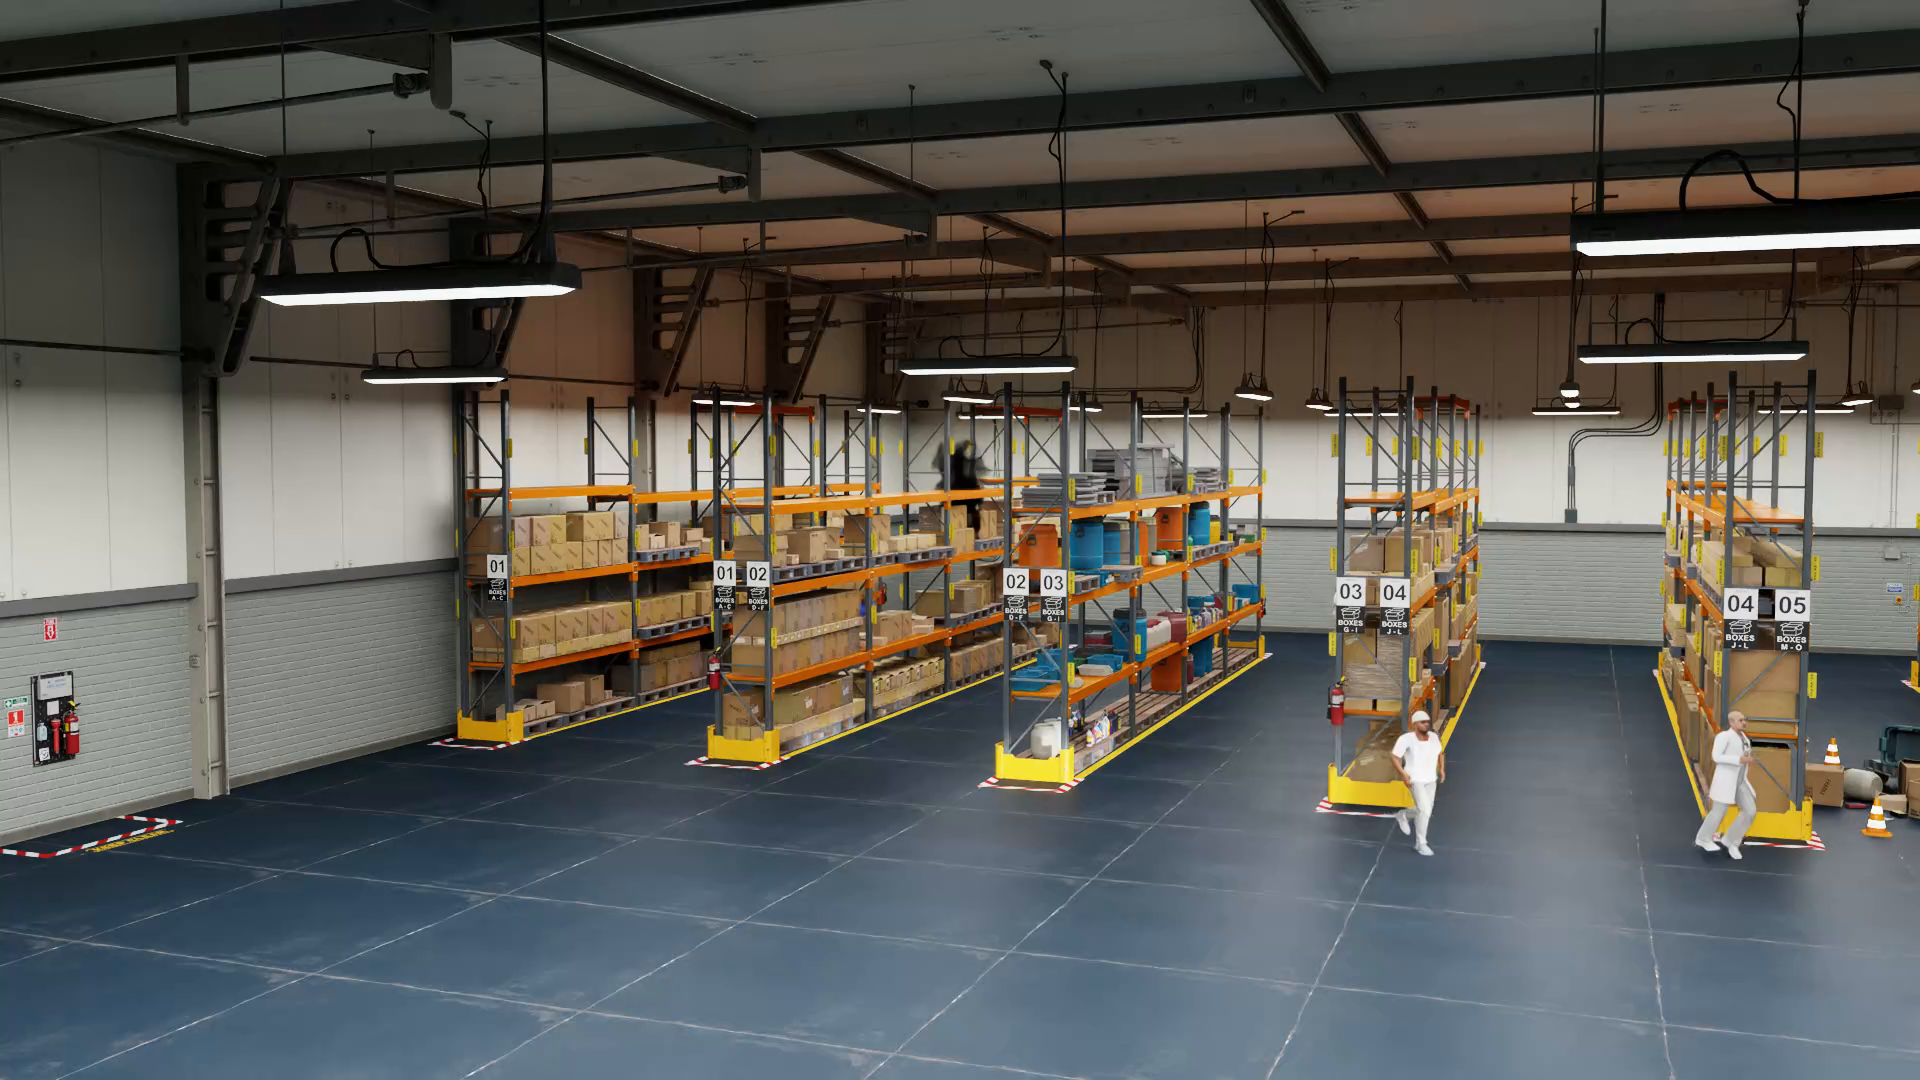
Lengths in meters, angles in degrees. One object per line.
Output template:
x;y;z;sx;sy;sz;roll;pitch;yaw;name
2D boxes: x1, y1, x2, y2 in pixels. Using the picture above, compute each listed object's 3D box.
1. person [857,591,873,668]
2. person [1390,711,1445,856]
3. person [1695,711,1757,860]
-2.108;1.934;35.733;0.552;1.670;0.629;0;3;7;person
5.699;2.994;20.777;0.704;1.768;0.760;-1;3;-21;person
9.480;3.011;20.402;0.709;1.833;0.798;-1;3;-24;person
